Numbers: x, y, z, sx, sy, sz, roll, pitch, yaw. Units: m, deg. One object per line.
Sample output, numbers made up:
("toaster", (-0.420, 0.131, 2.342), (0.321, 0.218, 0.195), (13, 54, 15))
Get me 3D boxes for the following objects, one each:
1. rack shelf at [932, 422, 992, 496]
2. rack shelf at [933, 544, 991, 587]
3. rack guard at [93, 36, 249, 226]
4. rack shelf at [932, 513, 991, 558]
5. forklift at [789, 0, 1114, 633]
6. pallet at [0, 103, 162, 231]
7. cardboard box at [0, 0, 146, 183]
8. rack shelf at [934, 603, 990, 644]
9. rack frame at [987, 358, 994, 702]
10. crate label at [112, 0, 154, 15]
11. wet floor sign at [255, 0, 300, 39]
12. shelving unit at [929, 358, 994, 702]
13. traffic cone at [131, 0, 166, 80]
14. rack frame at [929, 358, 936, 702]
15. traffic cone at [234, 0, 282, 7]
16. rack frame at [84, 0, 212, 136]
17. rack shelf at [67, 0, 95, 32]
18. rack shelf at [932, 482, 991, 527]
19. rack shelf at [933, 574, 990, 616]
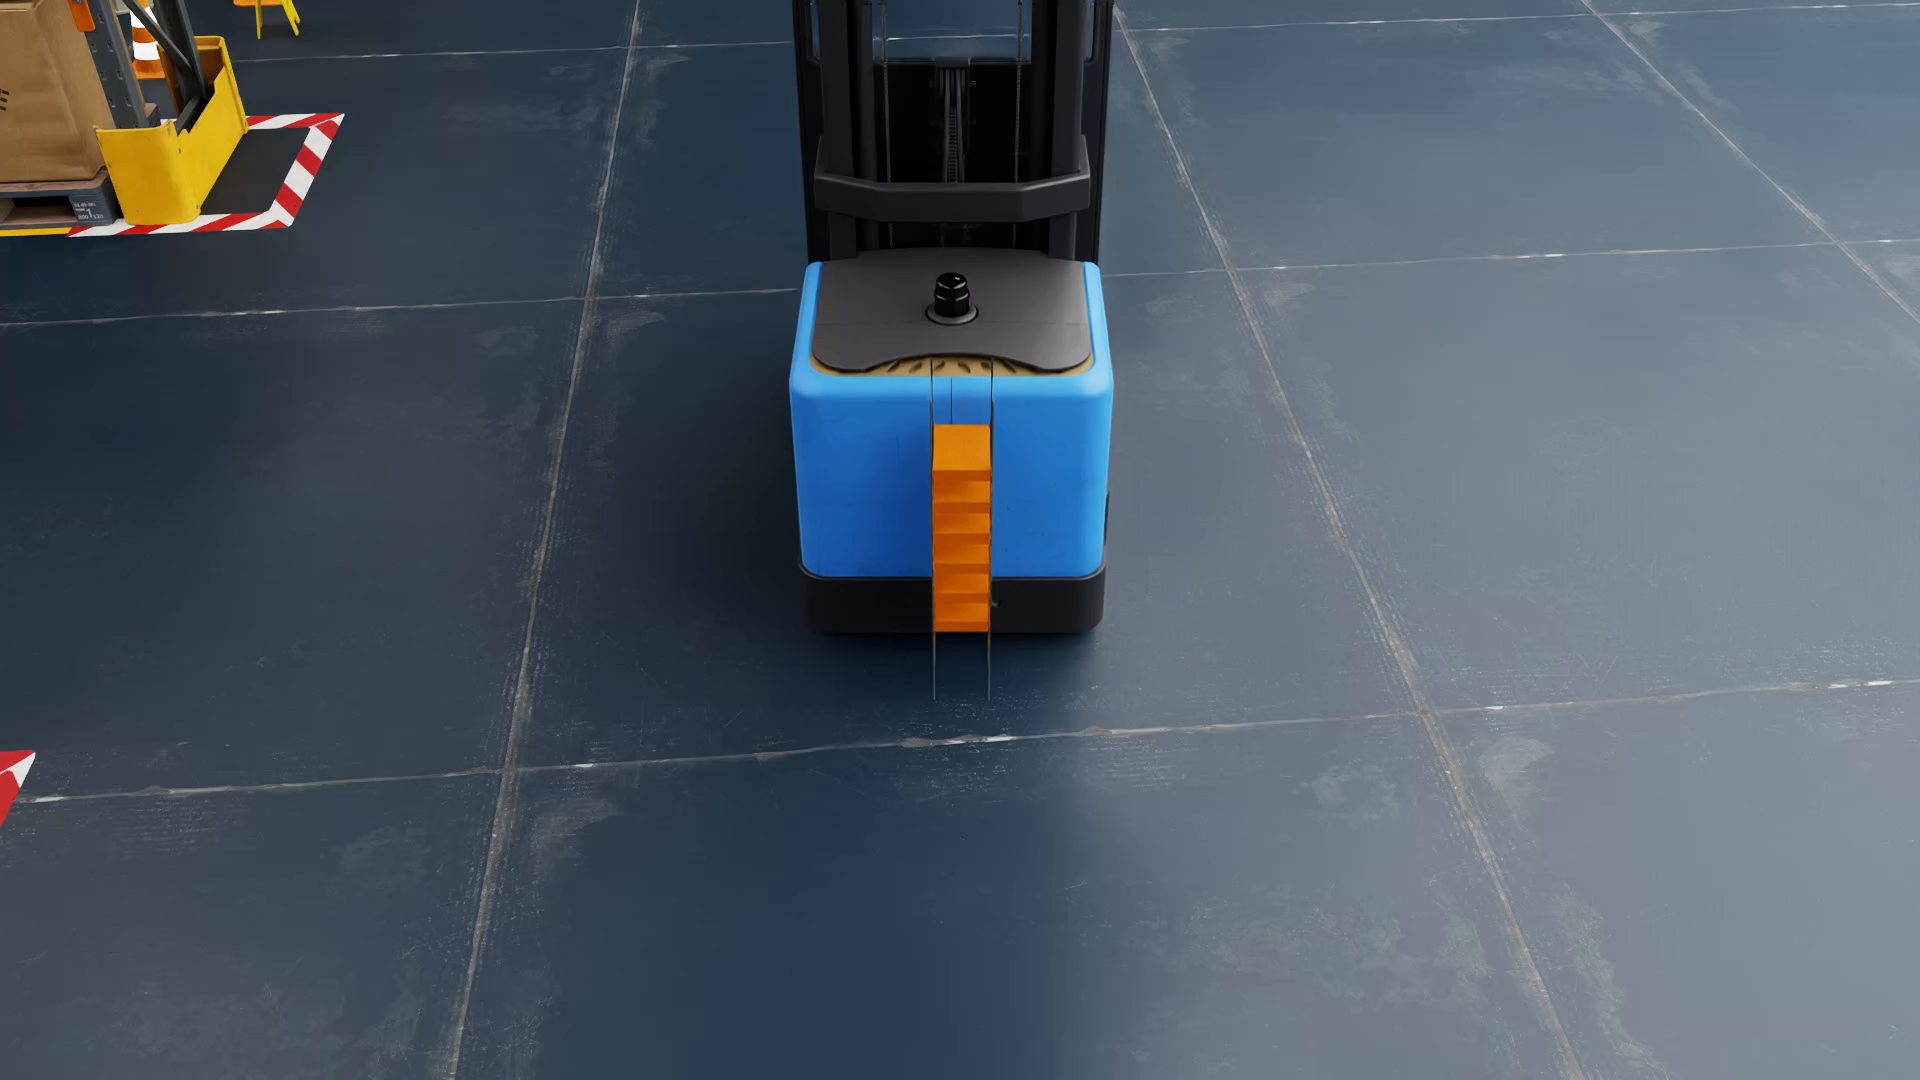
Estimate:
("rack shelf", (0.005, -0.250, 5.088), (0.180, 0.103, 0.258), (0, 38, 0))
("rack shelf", (0.005, 0.033, 5.311), (0.180, 0.103, 0.258), (0, 38, 0))
("rack guard", (-4.019, -2.116, 8.528), (0.348, 0.500, 1.175), (-3, 38, -4))
("rack shelf", (0.005, -0.061, 5.237), (0.180, 0.103, 0.258), (0, 38, 0))
("forklift", (-0.025, -1.711, 6.053), (1.130, 2.935, 3.031), (0, 38, 0))
("pallet", (-4.832, -1.909, 8.499), (1.213, 0.211, 1.003), (-3, 38, -4))
("cardboard box", (-4.713, -2.349, 8.181), (0.875, 0.875, 0.875), (-3, 38, -4))
("rack shelf", (0.005, 0.221, 5.460), (0.180, 0.103, 0.258), (0, 38, 0))
("rack frame", (0.097, -0.002, 5.284), (0.006, 1.200, 0.240), (0, 38, 0))
("crate label", (-5.237, -3.453, 10.516), (0.298, 0.136, 0.250), (-24, 44, -27))
("wet floor sign", (-4.189, -3.395, 10.032), (0.232, 0.644, 0.267), (-9, 39, -12))
("shelving unit", (0.005, -0.002, 5.284), (0.189, 1.200, 0.258), (0, 38, 0))
("traffic cone", (-4.698, -2.947, 9.611), (0.334, 0.463, 0.336), (-3, 38, -4))
("rack frame", (-0.086, -0.002, 5.284), (0.006, 1.200, 0.240), (0, 38, 0))
("traffic cone", (-4.459, -3.663, 10.519), (0.334, 0.463, 0.336), (-3, 38, -4))
("rack frame", (-4.043, -3.096, 7.752), (0.127, 3.000, 1.000), (-3, 38, -4))
("rack shelf", (-6.035, -2.704, 7.836), (4.000, 0.370, 1.077), (-3, 38, -4))
("rack shelf", (0.005, -0.155, 5.162), (0.180, 0.103, 0.258), (0, 38, 0))
("rack shelf", (0.005, 0.127, 5.386), (0.180, 0.103, 0.258), (0, 38, 0))
